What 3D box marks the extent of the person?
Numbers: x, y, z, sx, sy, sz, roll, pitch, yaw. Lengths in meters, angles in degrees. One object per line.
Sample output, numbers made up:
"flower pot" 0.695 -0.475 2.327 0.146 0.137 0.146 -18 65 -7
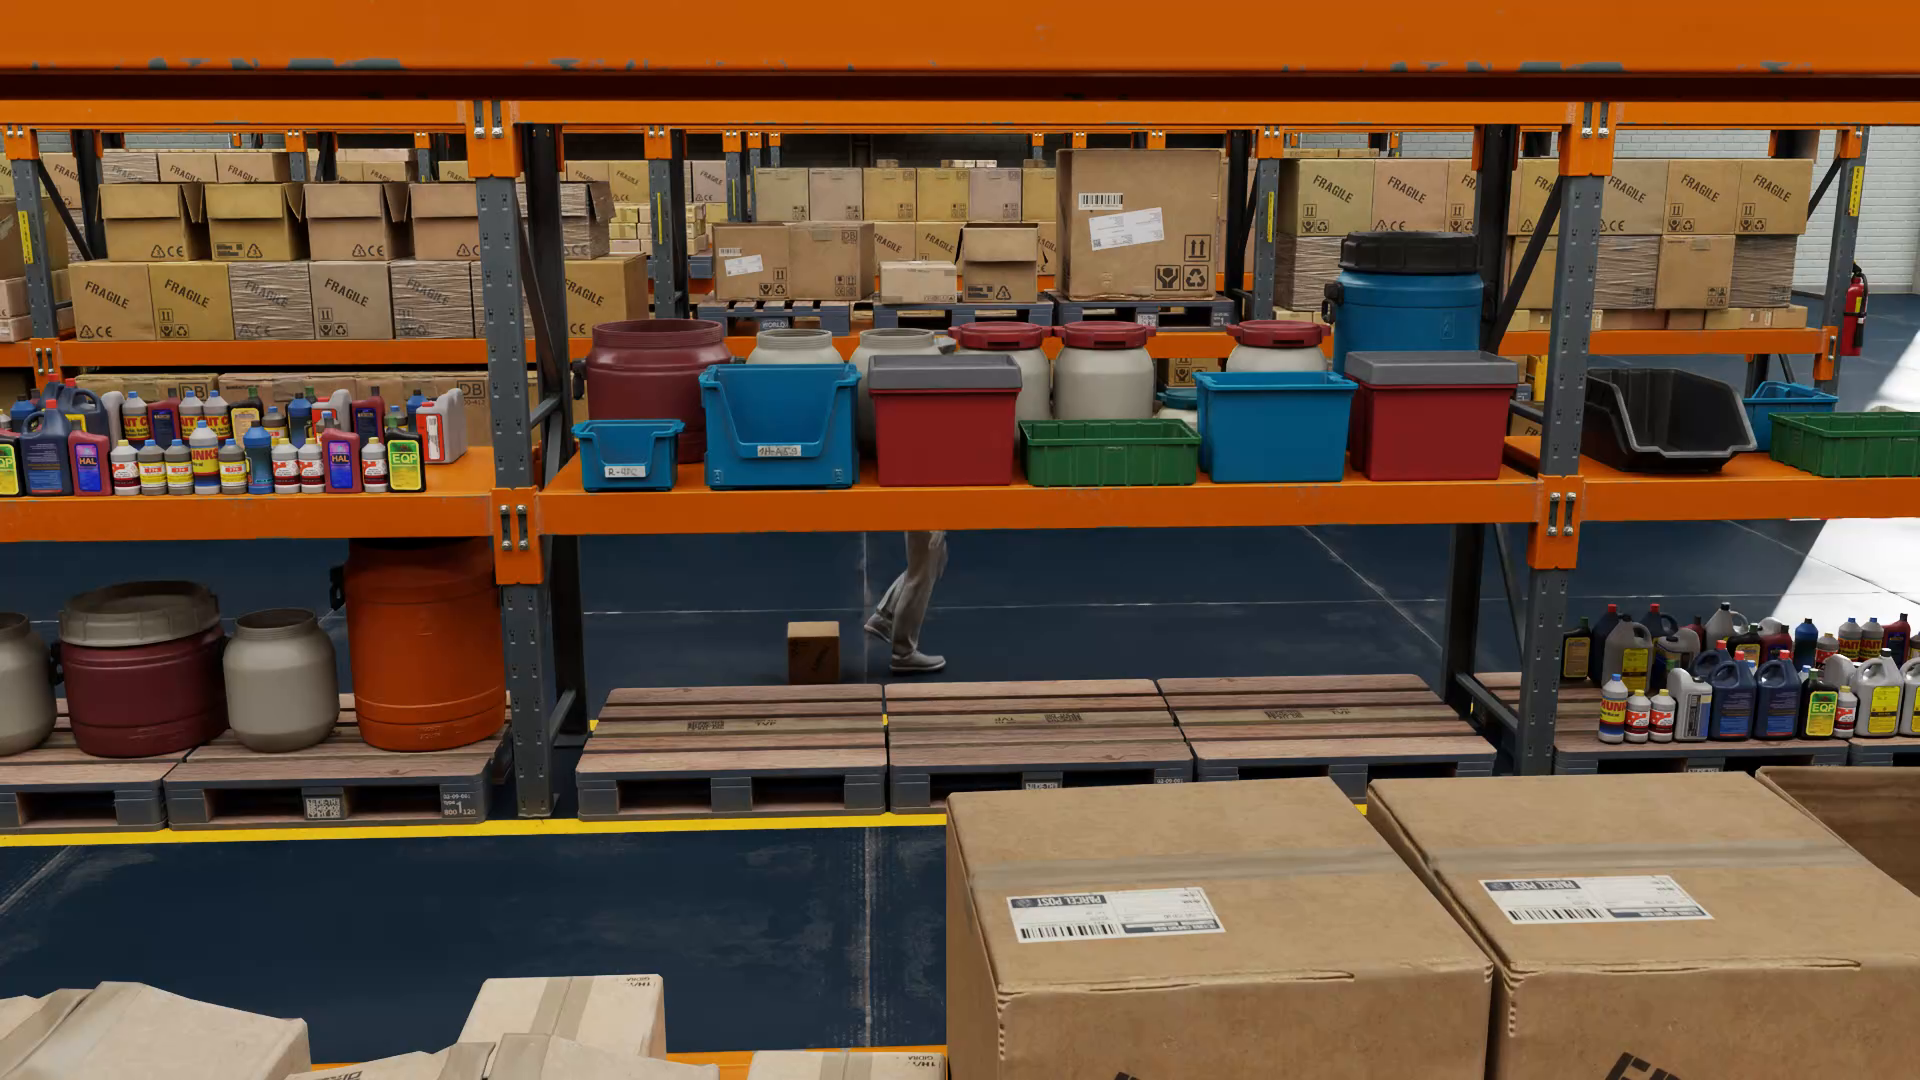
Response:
"person" -0.221 -0.165 8.098 0.480 1.667 0.527 -5 14 -19
